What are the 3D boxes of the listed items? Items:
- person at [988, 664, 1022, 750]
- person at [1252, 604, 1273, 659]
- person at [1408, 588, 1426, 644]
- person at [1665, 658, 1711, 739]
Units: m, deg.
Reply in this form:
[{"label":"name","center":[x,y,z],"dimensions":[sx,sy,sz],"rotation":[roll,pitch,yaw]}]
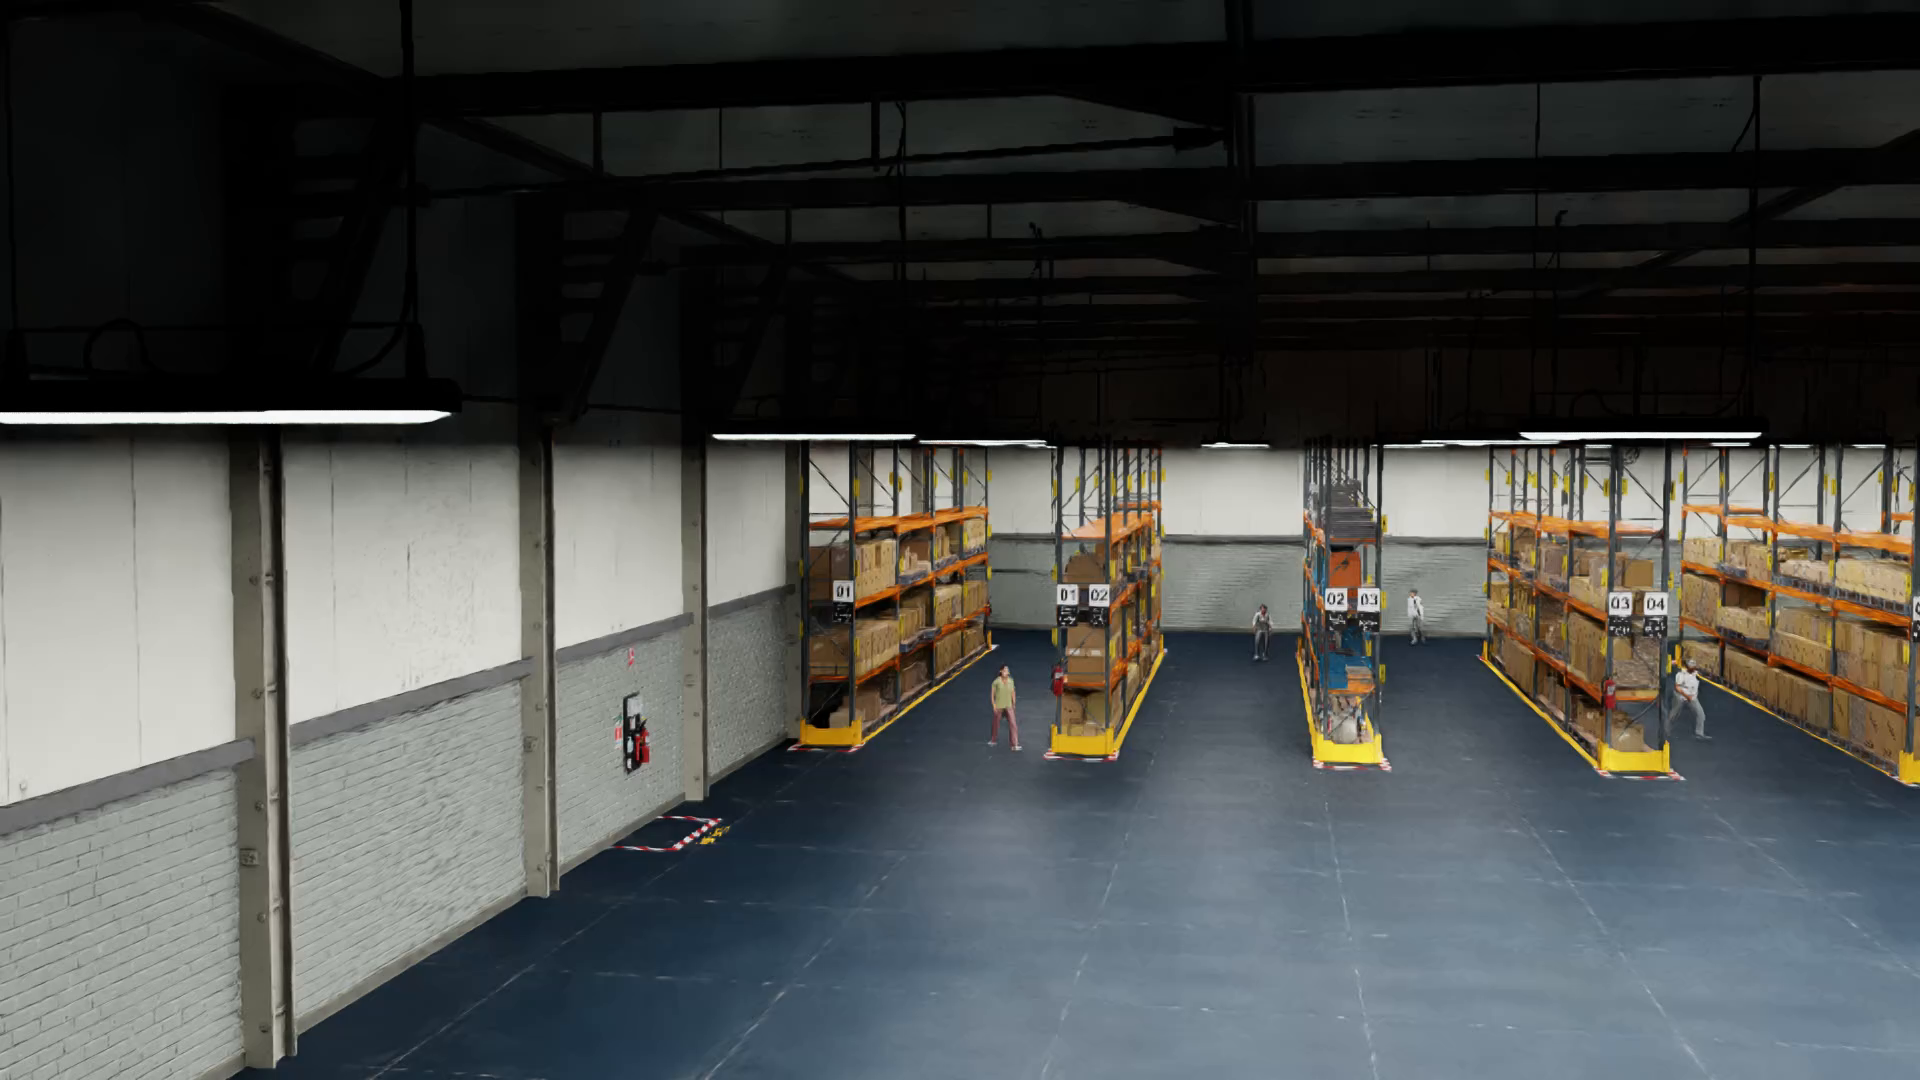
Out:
[{"label":"person","center":[0.838,3.186,31.850],"dimensions":[0.534,1.626,0.876],"rotation":[-1,3,-10]},{"label":"person","center":[8.268,2.502,45.463],"dimensions":[0.566,1.541,0.519],"rotation":[0,3,8]},{"label":"person","center":[13.540,2.232,49.331],"dimensions":[0.539,1.663,0.526],"rotation":[-3,4,-43]},{"label":"person","center":[14.443,3.128,33.060],"dimensions":[0.655,1.594,0.823],"rotation":[0,3,-7]}]
